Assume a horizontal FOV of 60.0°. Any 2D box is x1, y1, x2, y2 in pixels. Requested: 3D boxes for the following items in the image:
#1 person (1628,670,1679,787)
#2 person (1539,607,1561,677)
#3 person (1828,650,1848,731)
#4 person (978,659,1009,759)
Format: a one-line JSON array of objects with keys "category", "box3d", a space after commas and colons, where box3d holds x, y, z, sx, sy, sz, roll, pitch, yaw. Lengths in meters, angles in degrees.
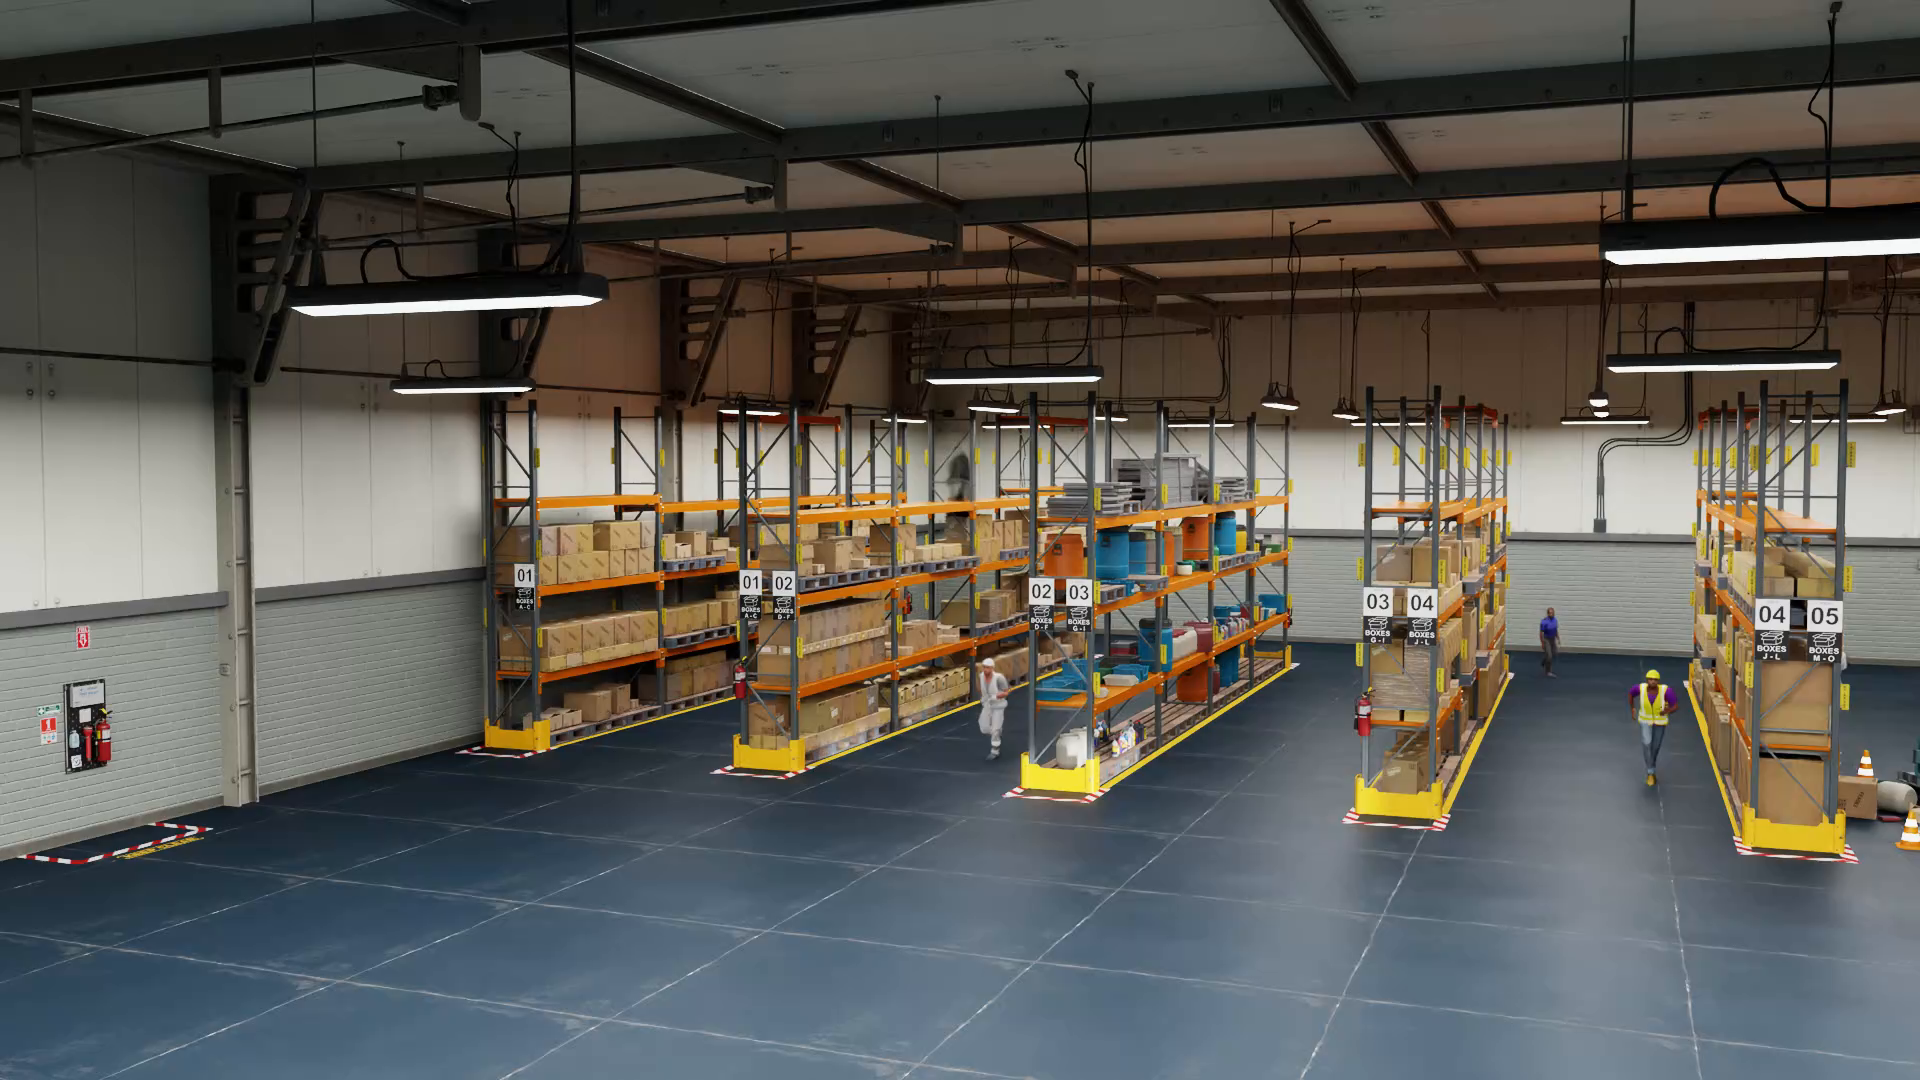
[{"category": "person", "box3d": [10.739, 2.868, 25.776, 0.699, 1.769, 1.082, 1, 3, 17]}, {"category": "person", "box3d": [13.454, 2.324, 38.119, 0.641, 1.584, 0.709, -1, 3, -19]}, {"category": "person", "box3d": [15.714, 2.619, 30.124, 0.673, 1.841, 0.912, 1, 3, 20]}, {"category": "person", "box3d": [0.528, 2.798, 27.582, 0.650, 1.706, 0.738, 1, 3, 27]}]
